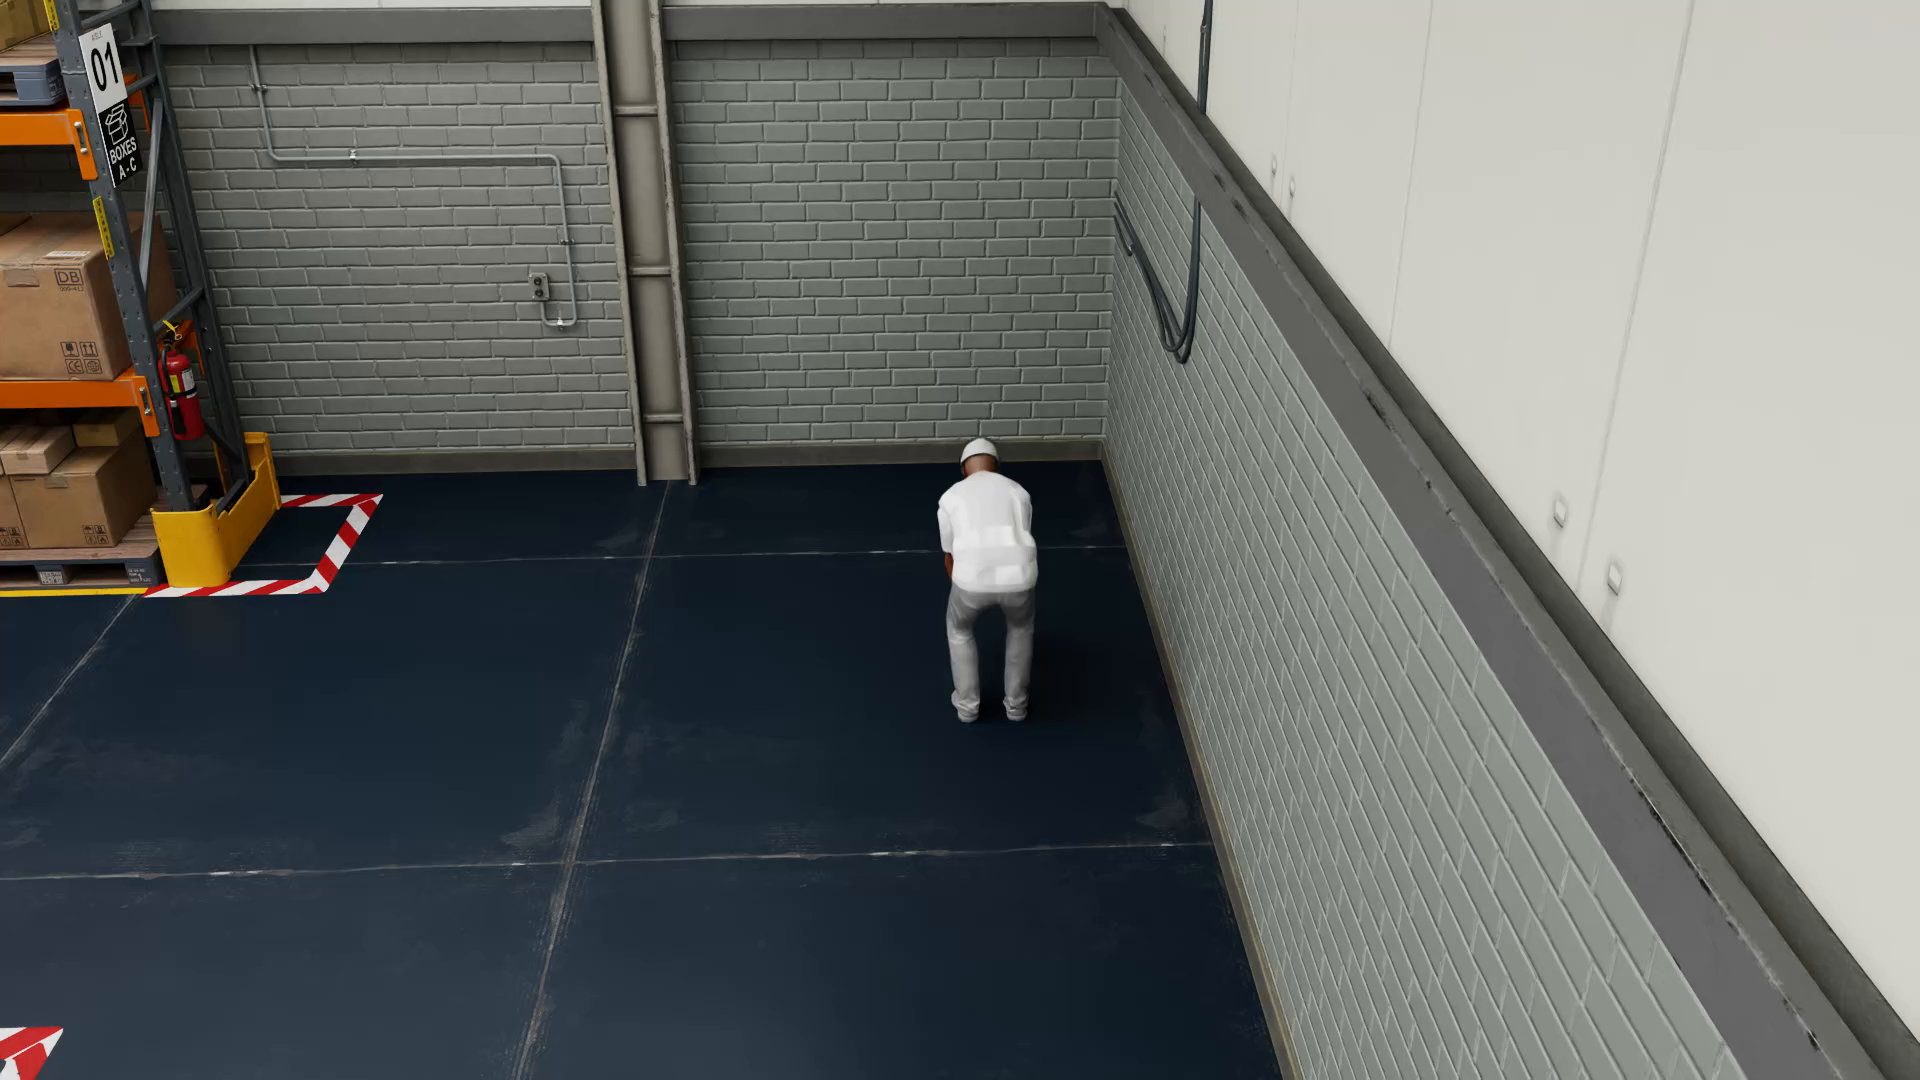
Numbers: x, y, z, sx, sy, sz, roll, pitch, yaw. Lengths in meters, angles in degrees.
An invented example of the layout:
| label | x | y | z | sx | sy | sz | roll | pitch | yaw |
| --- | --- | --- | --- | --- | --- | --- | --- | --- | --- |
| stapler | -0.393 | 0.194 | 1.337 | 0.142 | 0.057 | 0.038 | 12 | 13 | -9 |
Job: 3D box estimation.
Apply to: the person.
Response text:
| label | x | y | z | sx | sy | sz | roll | pitch | yaw |
| --- | --- | --- | --- | --- | --- | --- | --- | --- | --- |
| person | 0.135 | 0.215 | 8.670 | 0.493 | 1.310 | 0.924 | -2 | 27 | -4 |
